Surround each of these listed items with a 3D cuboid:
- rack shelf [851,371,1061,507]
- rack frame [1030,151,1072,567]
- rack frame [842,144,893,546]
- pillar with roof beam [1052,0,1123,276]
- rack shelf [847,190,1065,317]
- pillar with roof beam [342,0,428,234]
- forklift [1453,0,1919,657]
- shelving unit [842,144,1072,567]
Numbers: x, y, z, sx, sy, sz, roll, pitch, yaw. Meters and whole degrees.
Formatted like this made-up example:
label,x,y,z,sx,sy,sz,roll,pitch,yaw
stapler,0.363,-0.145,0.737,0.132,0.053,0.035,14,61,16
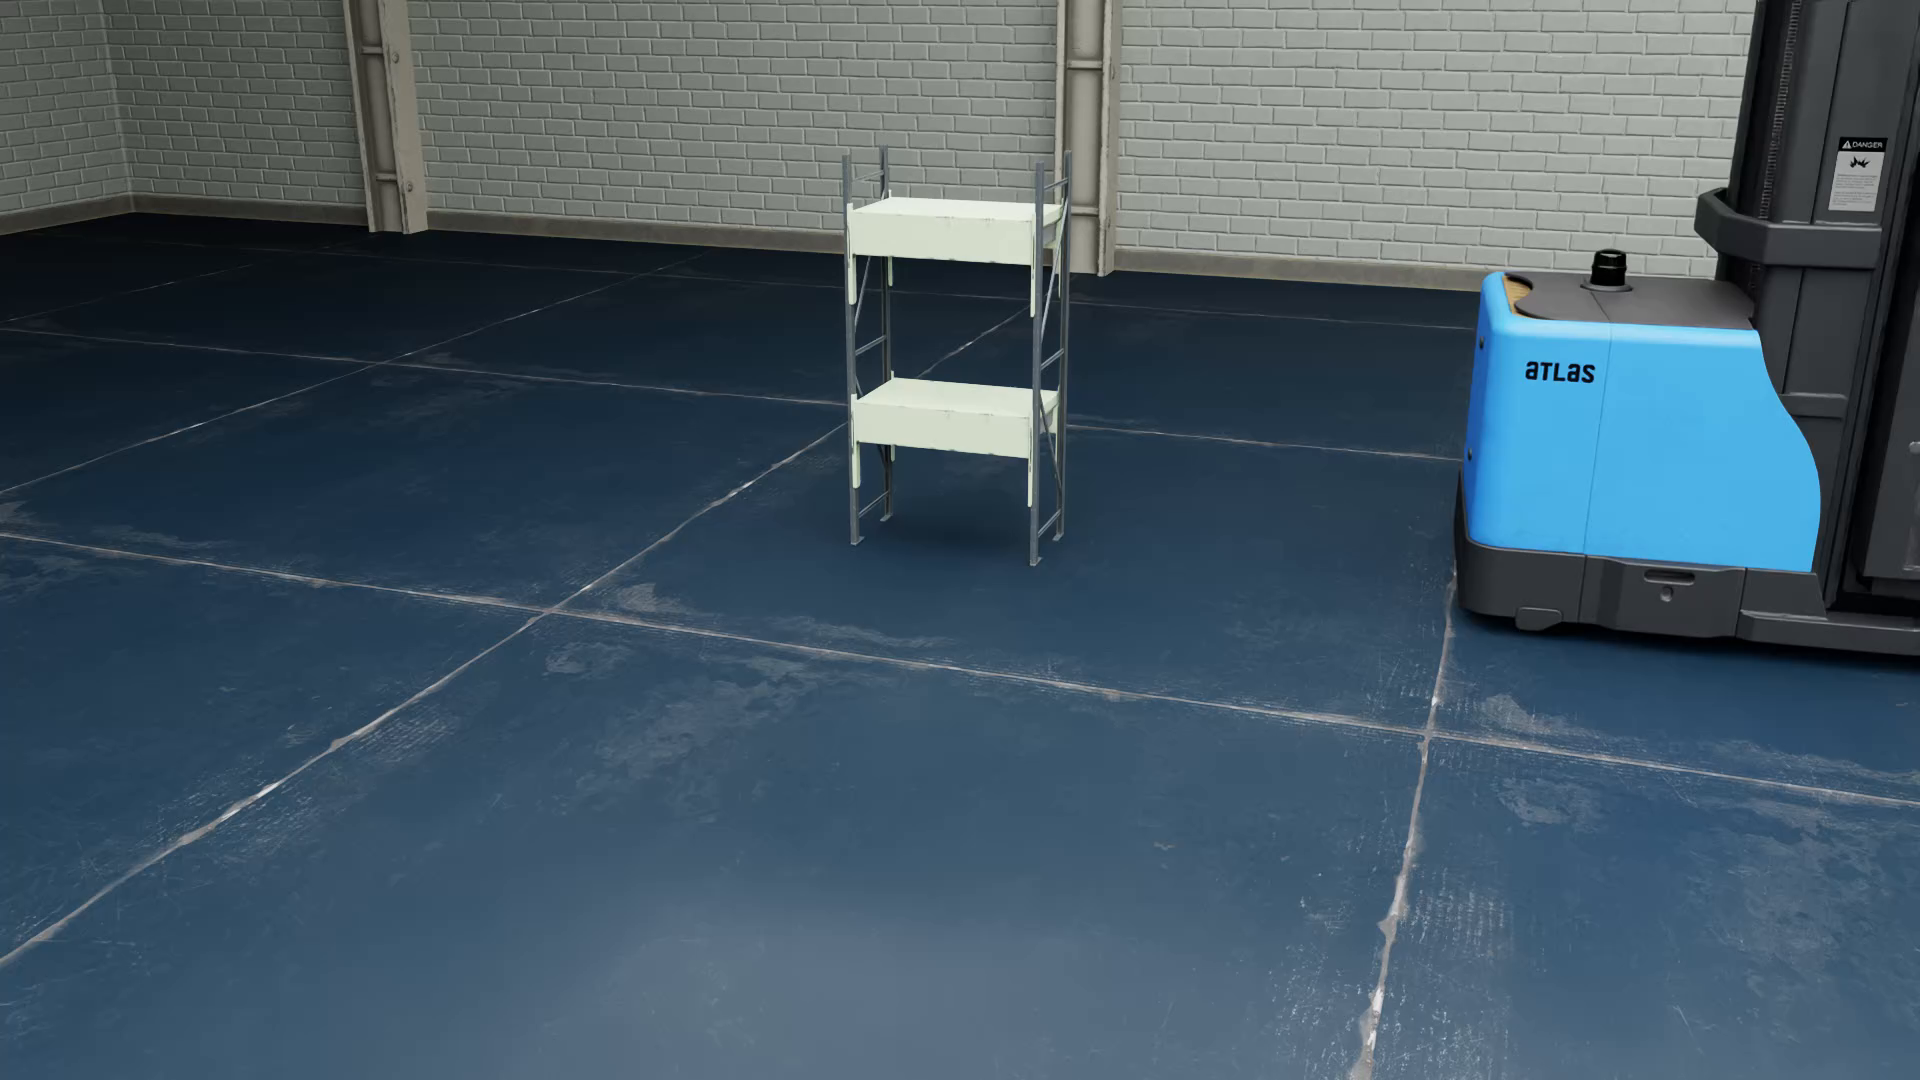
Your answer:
label,x,y,z,sx,sy,sz,roll,pitch,yaw
rack shelf,-0.006,-0.401,6.439,0.720,0.370,0.431,7,20,18
rack frame,0.339,-0.669,6.218,0.023,1.500,0.400,7,20,18
rack frame,-0.352,-0.748,6.445,0.023,1.500,0.400,7,20,18
pillar with roof beam,-0.502,-4.892,6.940,0.400,9.000,9.100,7,20,18
rack shelf,-0.006,-1.077,6.203,0.720,0.370,0.431,7,20,18
pillar with roof beam,-6.170,-5.540,8.799,0.400,9.000,9.100,7,20,18
forklift,3.295,-1.112,5.313,3.031,2.935,1.130,5,20,14
shelving unit,-0.006,-0.709,6.331,0.755,1.500,0.431,7,20,18
